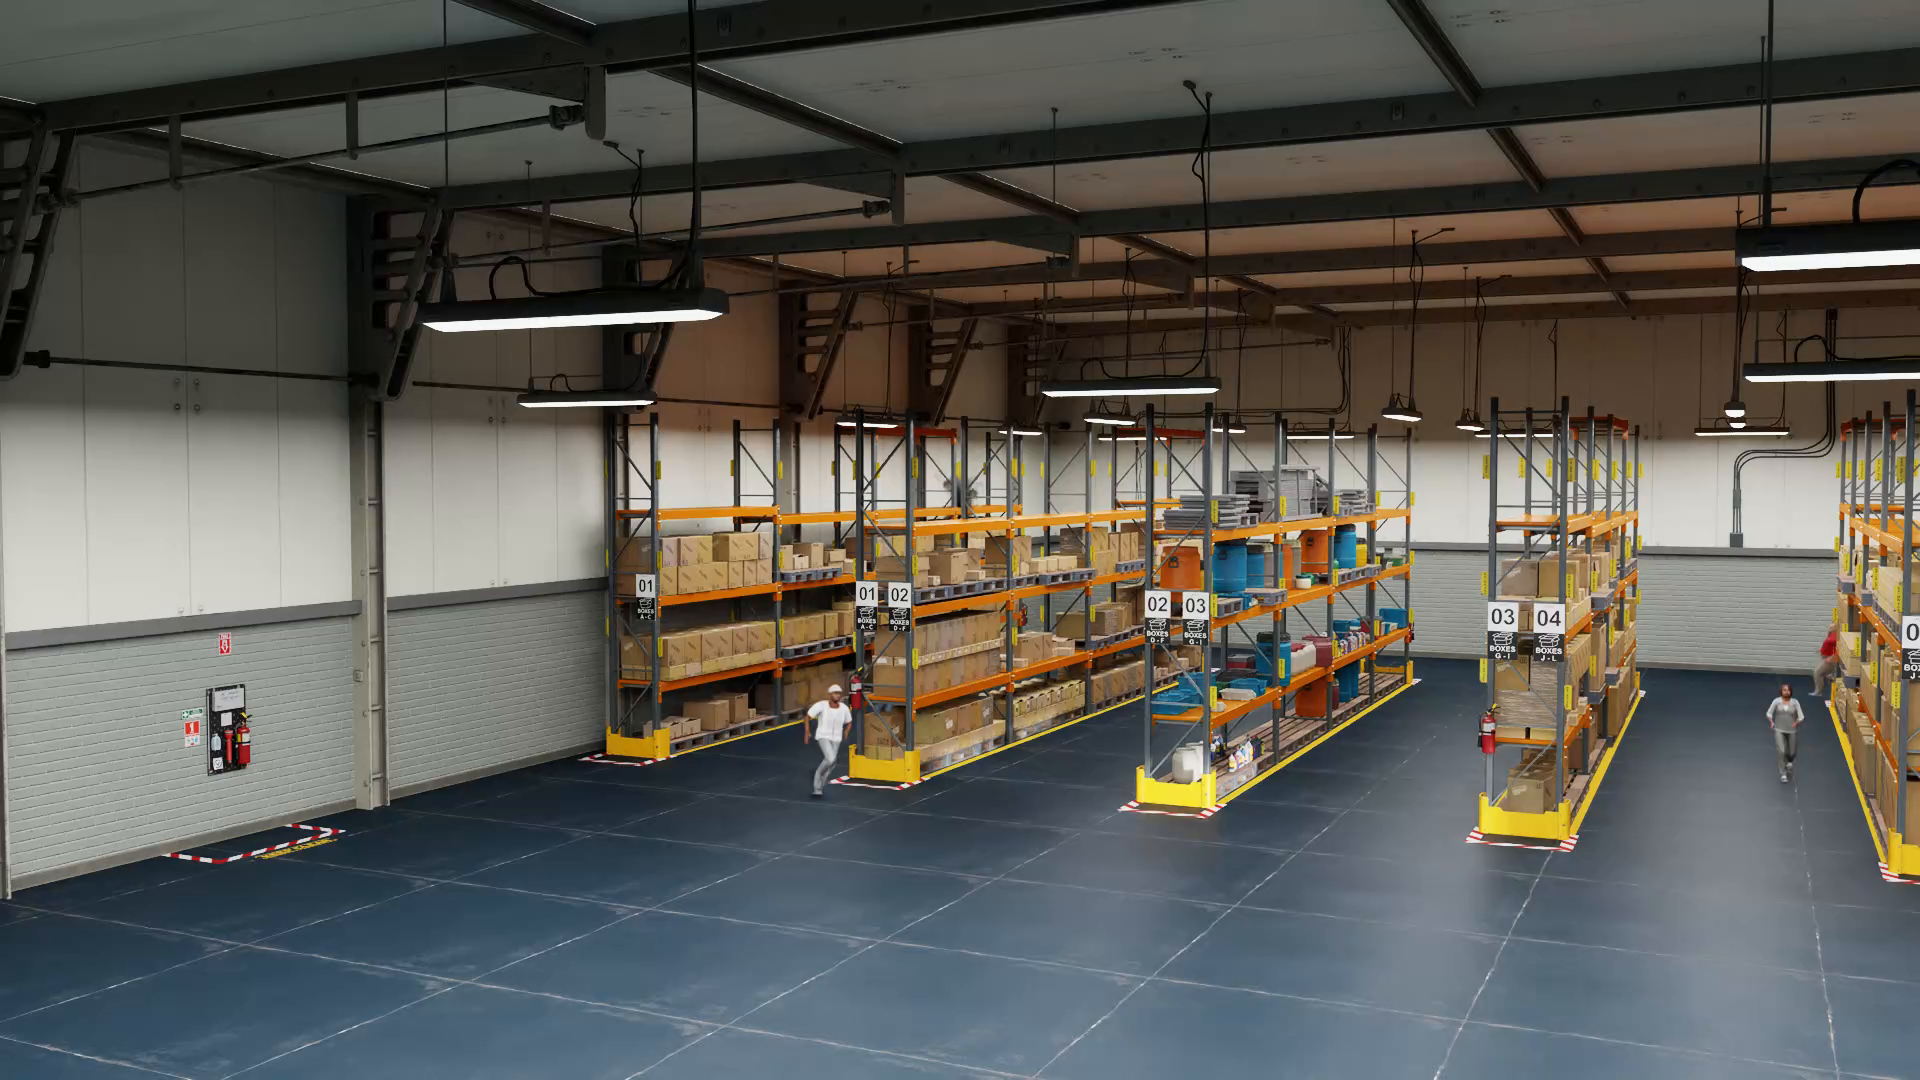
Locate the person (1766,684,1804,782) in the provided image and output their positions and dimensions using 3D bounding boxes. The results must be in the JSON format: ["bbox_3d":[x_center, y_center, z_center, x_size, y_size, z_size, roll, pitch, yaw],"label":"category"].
[{"bbox_3d":[13.297,3.094,26.816,0.542,1.553,0.680,1,3,24],"label":"person"}]

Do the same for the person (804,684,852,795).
[{"bbox_3d":[-1.984,3.080,25.628,0.747,1.700,0.579,-1,3,-29],"label":"person"}]

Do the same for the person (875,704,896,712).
[{"bbox_3d":[-1.325,2.854,30.492,0.710,1.727,0.573,1,3,25],"label":"person"}]

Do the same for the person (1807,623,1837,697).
[{"bbox_3d":[19.015,2.642,36.411,0.817,1.666,0.732,1,3,30],"label":"person"}]
